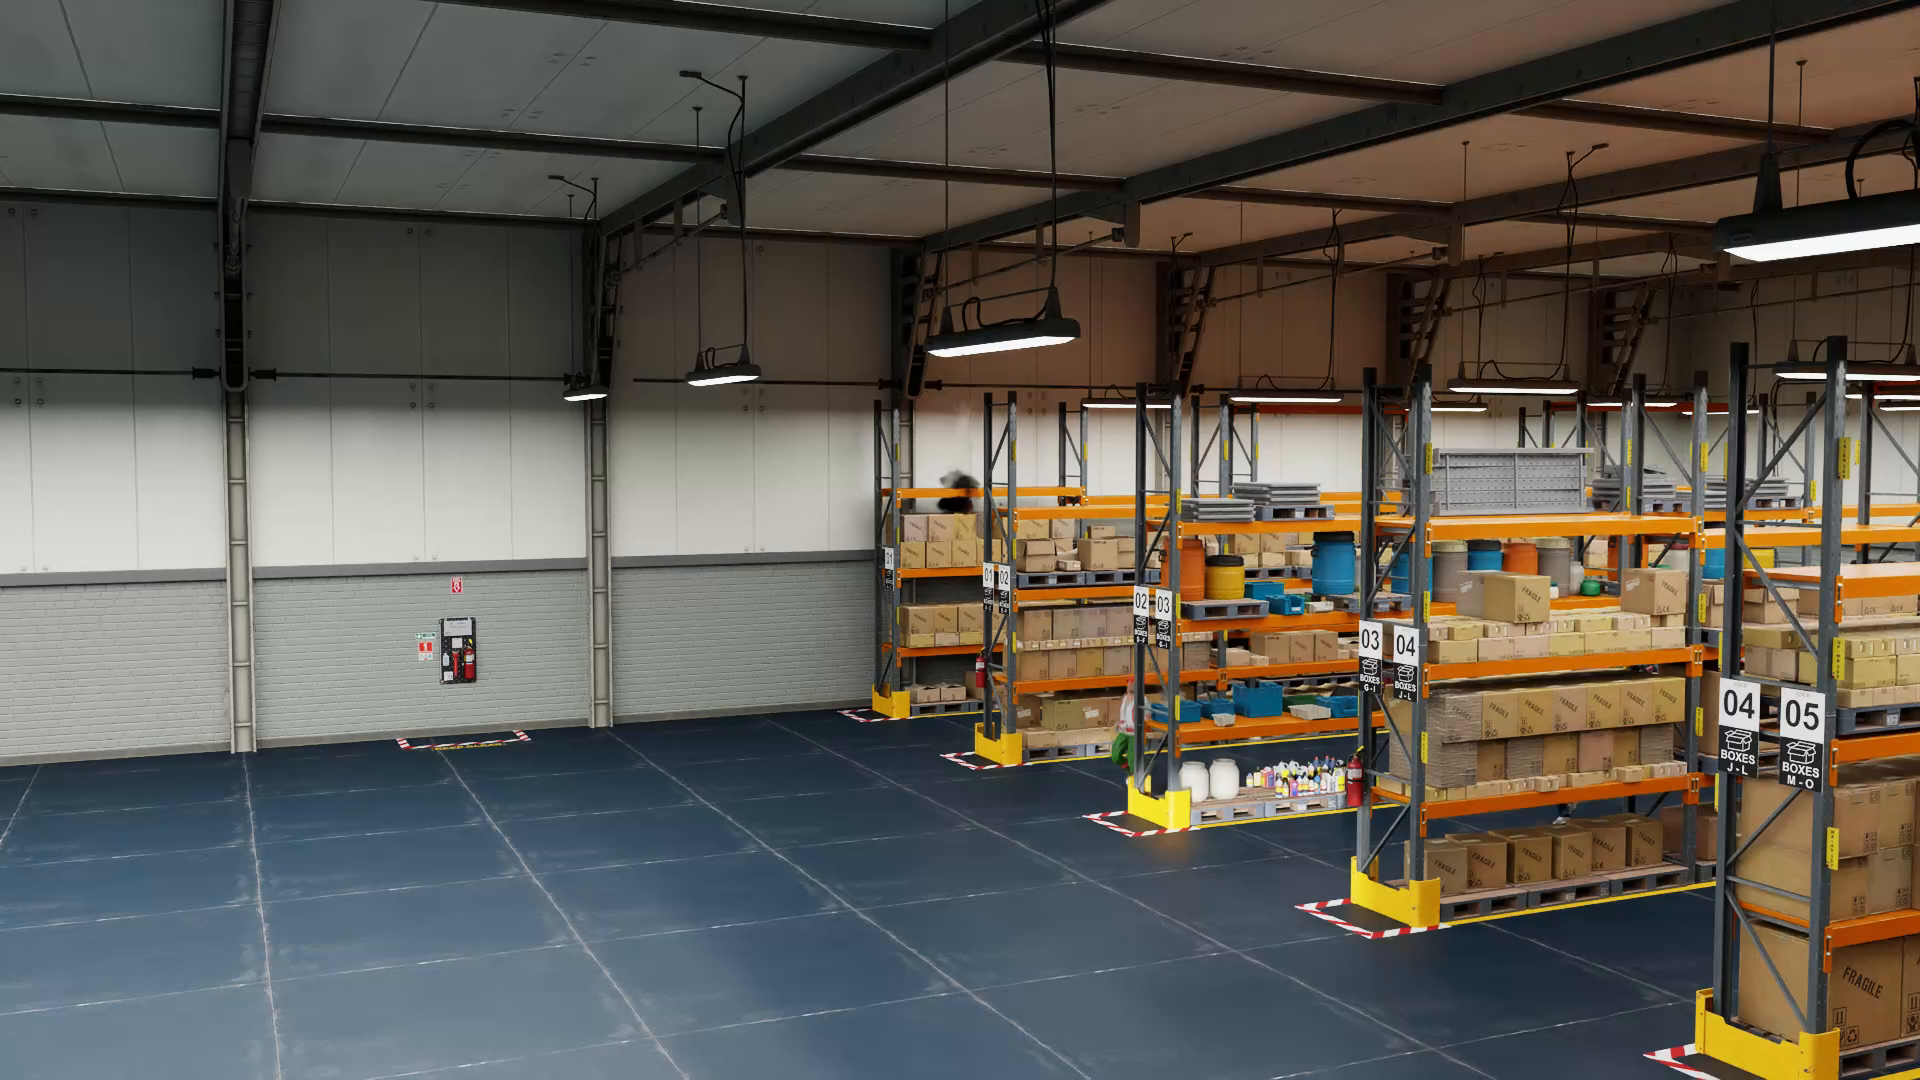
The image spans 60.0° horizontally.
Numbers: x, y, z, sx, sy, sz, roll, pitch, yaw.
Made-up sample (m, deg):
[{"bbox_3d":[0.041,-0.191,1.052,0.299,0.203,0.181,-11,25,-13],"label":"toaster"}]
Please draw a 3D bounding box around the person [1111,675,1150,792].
[{"bbox_3d":[2.497,2.862,24.498,0.578,1.739,0.655,-3,4,-41],"label":"person"}]

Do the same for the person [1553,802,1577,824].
[{"bbox_3d":[8.099,3.087,22.470,0.605,1.558,0.560,-2,4,-27],"label":"person"}]
